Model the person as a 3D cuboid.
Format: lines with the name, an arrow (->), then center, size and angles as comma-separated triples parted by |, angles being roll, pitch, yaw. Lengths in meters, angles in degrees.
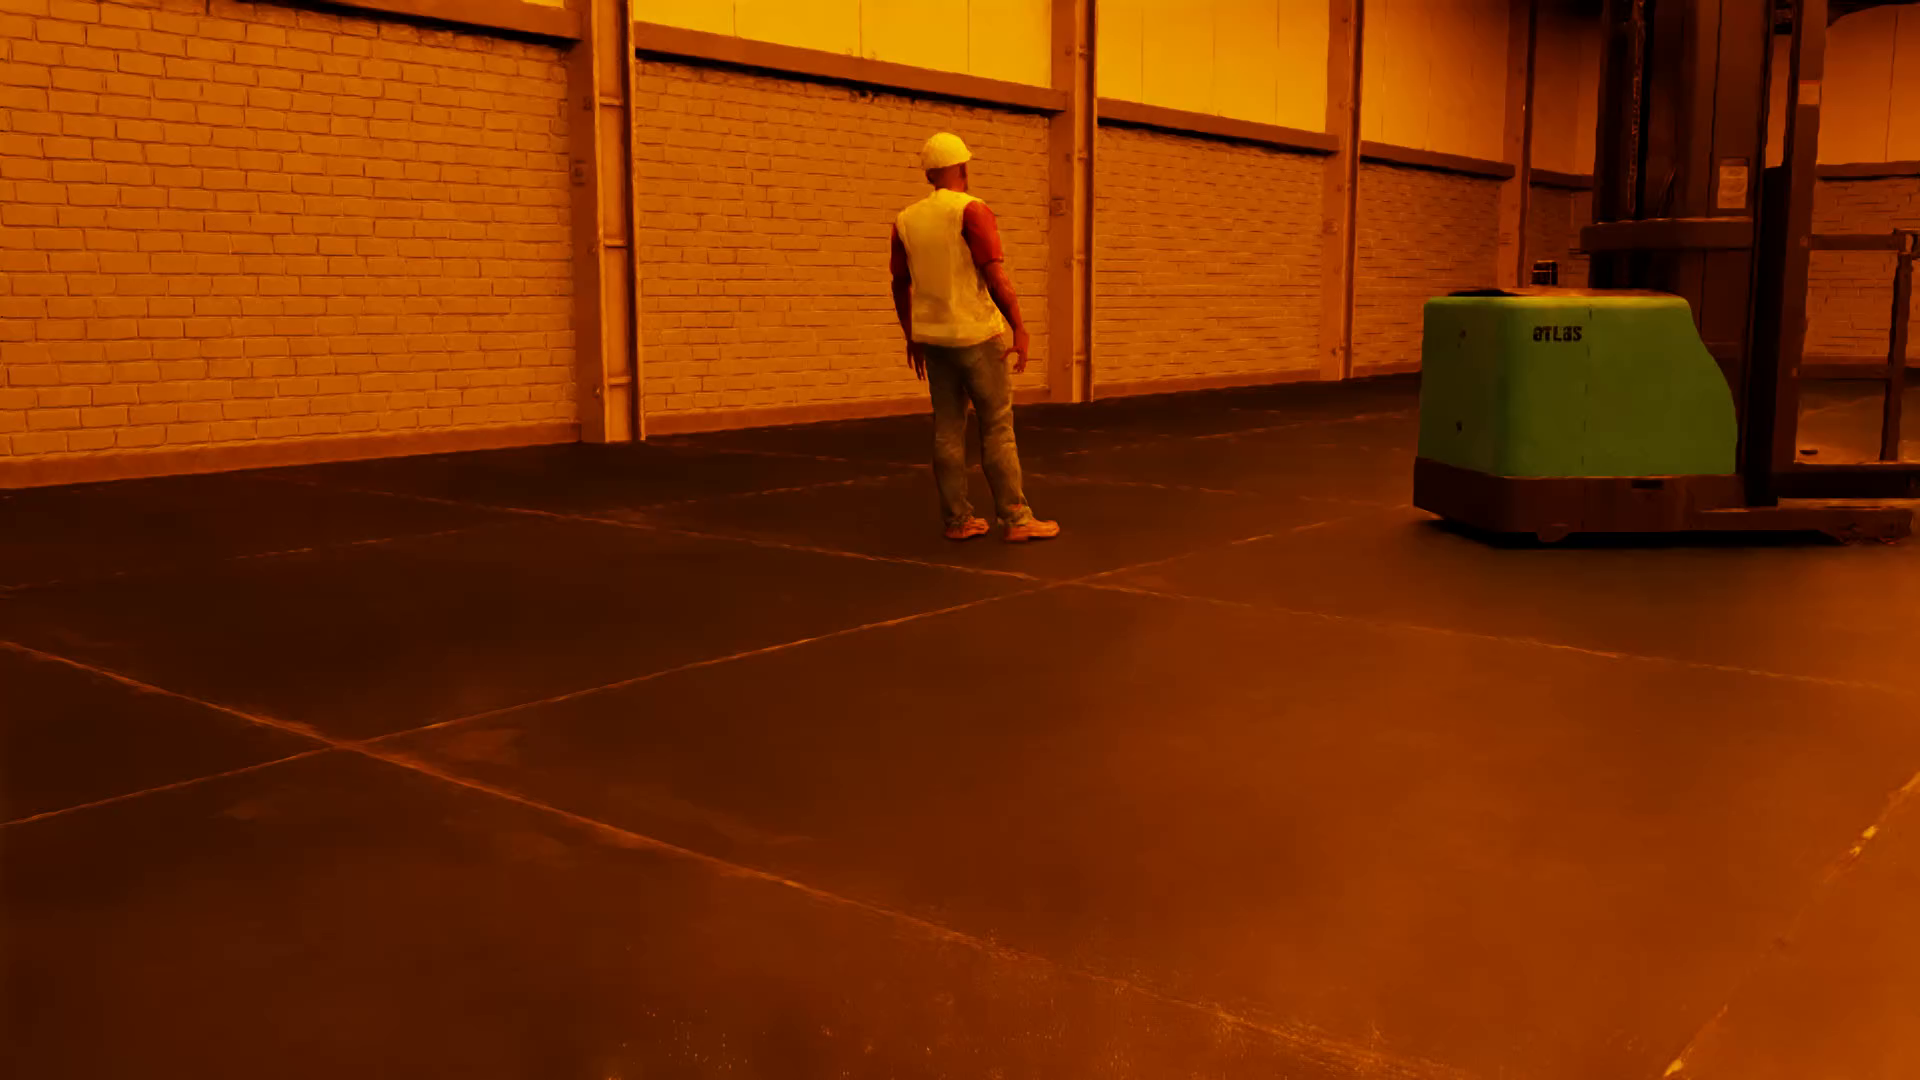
person -> 0.048, -0.888, 7.326 | 0.665, 1.766, 0.576 | 7, 11, 38

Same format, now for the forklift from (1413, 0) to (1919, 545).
forklift -> 3.742, -1.505, 7.564 | 3.031, 2.935, 1.130 | -1, 8, -6
